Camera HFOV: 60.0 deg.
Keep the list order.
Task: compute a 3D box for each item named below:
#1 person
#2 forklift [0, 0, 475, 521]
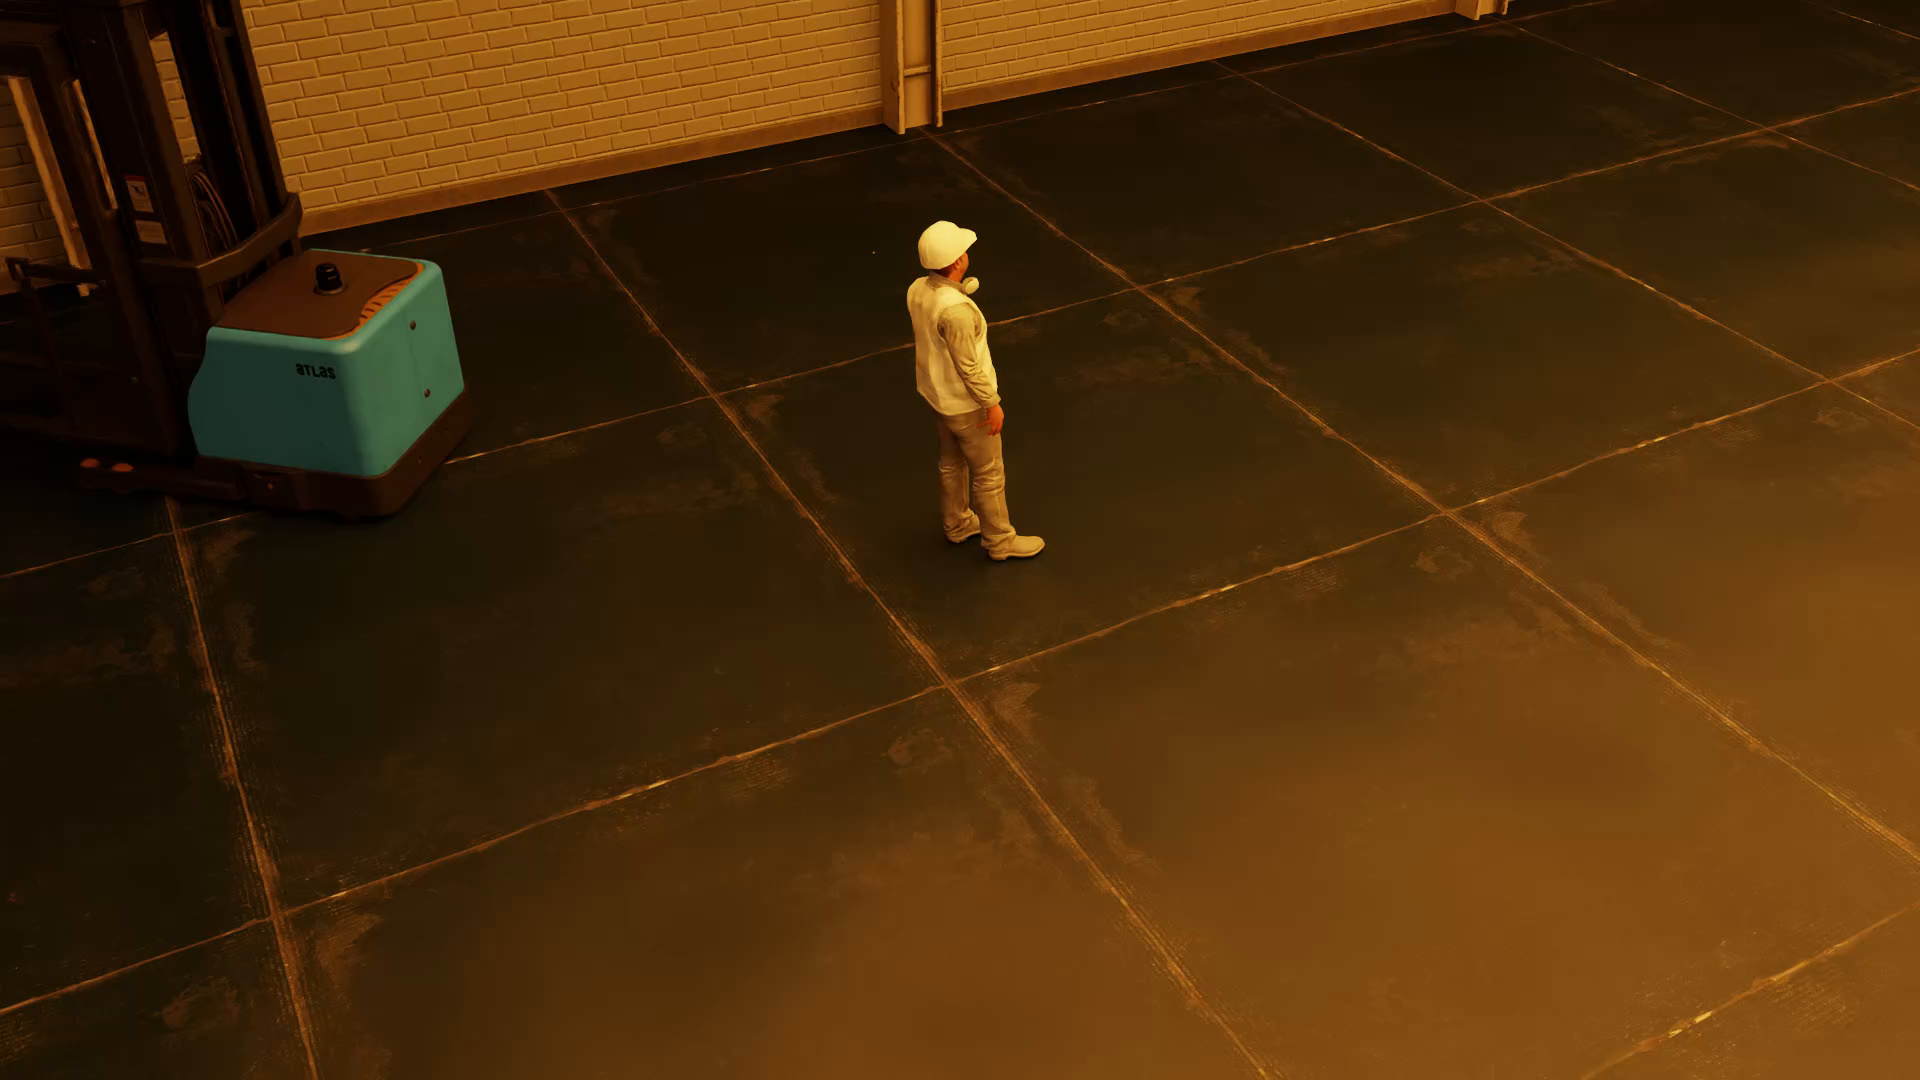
[{"bbox_3d":[0.059,-0.744,8.165,0.566,1.775,0.634,-17,39,-23],"label":"person"},{"bbox_3d":[-4.337,-1.736,8.579,3.031,2.935,1.130,7,36,10],"label":"forklift"}]
